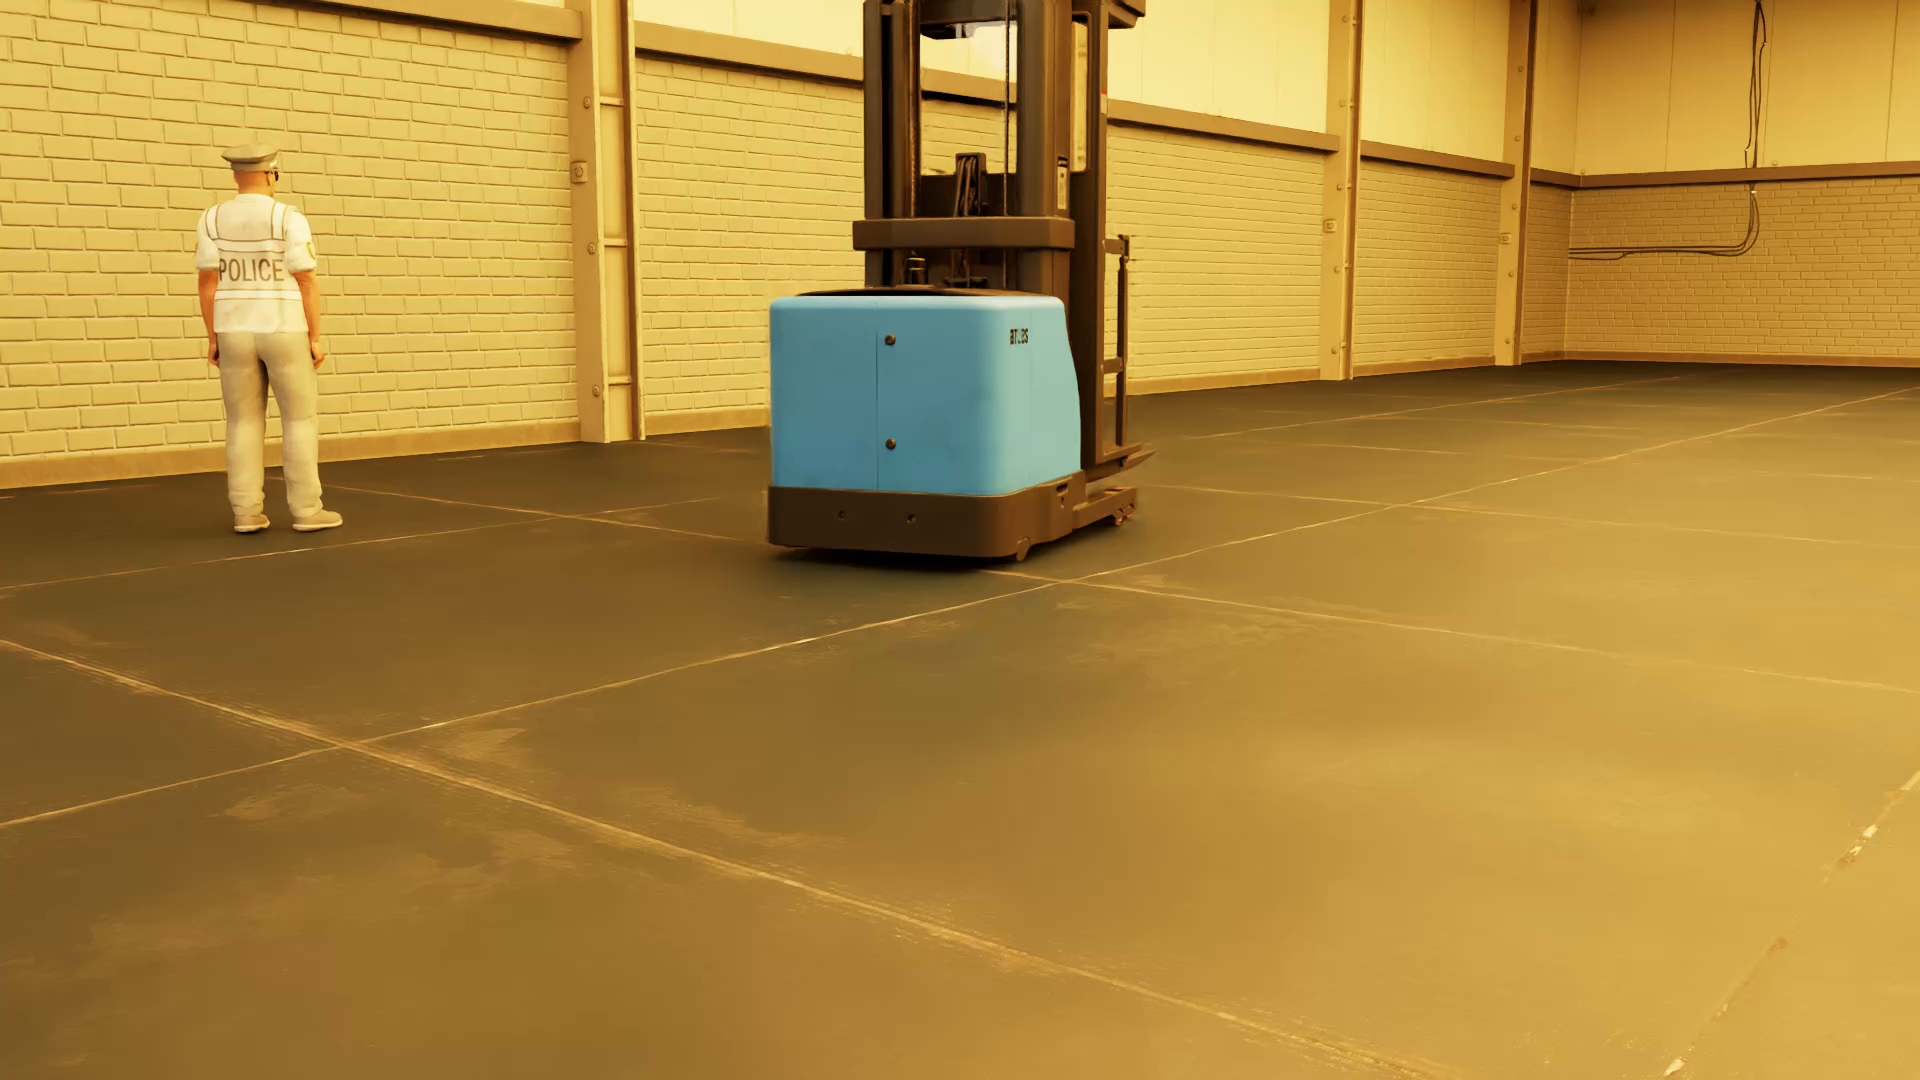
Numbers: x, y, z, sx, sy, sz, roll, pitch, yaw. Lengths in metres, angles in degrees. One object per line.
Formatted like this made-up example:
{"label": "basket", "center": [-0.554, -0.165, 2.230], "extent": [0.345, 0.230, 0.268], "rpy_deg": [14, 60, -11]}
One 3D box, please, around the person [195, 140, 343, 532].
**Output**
{"label": "person", "center": [-3.168, -0.922, 7.595], "extent": [0.523, 1.774, 0.396], "rpy_deg": [-1, 8, -4]}

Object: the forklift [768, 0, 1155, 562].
{"label": "forklift", "center": [0.219, -1.538, 7.792], "extent": [1.130, 2.935, 3.031], "rpy_deg": [3, 9, 21]}
